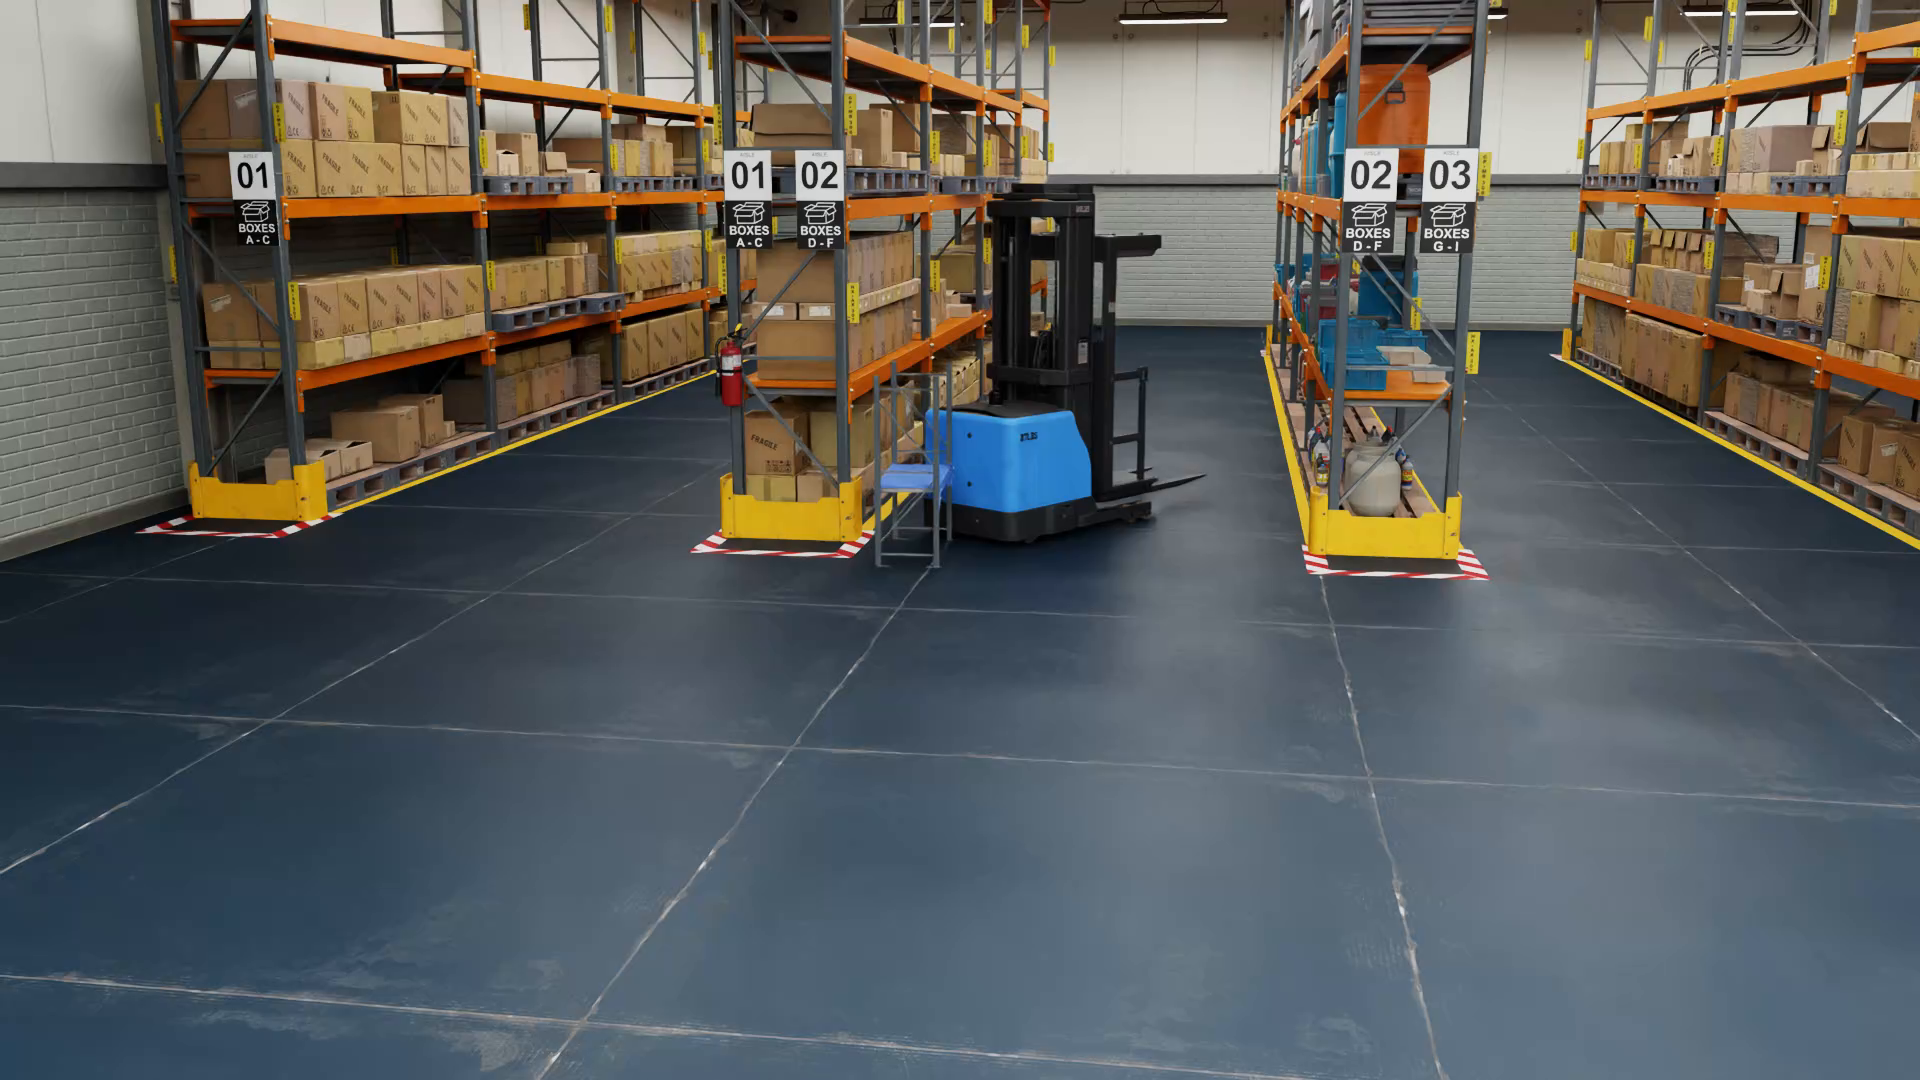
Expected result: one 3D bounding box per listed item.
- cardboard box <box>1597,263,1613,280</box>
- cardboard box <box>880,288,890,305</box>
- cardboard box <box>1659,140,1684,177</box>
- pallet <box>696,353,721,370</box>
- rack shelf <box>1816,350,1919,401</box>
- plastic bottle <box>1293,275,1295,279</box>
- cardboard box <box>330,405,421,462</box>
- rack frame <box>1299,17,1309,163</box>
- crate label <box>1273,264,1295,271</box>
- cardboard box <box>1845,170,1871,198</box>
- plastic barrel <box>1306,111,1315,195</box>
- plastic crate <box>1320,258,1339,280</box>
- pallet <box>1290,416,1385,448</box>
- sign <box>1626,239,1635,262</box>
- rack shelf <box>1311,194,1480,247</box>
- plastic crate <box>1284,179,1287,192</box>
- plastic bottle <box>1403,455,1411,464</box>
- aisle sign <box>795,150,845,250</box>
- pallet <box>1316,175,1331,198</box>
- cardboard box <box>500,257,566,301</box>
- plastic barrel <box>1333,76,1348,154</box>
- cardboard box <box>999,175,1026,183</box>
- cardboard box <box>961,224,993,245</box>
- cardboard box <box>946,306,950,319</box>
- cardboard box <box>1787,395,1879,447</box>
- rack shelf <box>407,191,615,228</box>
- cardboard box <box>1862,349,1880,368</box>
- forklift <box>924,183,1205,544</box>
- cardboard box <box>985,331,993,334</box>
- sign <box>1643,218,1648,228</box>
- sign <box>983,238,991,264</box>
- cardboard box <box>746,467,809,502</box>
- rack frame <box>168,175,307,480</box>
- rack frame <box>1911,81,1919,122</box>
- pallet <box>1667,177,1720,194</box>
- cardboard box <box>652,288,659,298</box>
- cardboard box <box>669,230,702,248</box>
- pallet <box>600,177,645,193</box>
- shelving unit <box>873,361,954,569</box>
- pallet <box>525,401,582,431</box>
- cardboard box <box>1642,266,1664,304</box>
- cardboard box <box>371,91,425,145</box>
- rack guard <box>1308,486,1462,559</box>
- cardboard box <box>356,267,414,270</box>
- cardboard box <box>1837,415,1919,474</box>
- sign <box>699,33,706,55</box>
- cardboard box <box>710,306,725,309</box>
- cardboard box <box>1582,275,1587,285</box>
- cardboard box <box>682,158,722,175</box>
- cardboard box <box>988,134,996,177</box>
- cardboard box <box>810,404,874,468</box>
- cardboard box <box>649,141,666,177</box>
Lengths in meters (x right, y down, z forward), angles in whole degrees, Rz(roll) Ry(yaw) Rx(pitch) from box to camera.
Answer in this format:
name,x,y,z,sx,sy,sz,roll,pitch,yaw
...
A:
name,x,y,z,sx,sy,sz,roll,pitch,yaw
cardboard box,10.251,-4.178,25.908,0.500,0.250,0.500,2,12,8
cardboard box,-0.877,-2.325,15.884,0.380,0.149,0.250,2,12,11
cardboard box,10.126,-5.285,23.043,0.700,0.500,0.500,2,12,10
pallet,-4.283,-2.960,27.226,1.003,0.211,1.213,2,12,9
rack shelf,8.668,-1.252,14.392,1.077,0.370,4.000,2,12,9
plastic bottle,4.931,-3.751,24.395,0.144,0.351,0.185,2,12,9
cardboard box,-5.878,-1.073,16.742,0.700,0.500,0.500,1,12,5
rack frame,4.696,-5.946,20.224,1.000,3.000,0.127,2,12,9
crate label,5.563,-4.586,28.406,0.416,0.233,0.303,2,12,9
cardboard box,8.653,-3.328,15.551,0.500,0.250,0.500,1,12,6
plastic barrel,4.146,-4.277,18.411,0.600,0.901,0.708,2,12,9
plastic crate,5.697,-4.084,25.531,0.402,0.464,0.583,2,12,9
pallet,4.349,-1.237,19.232,1.003,0.211,1.213,2,12,9
sign,9.657,-4.165,23.958,0.100,0.325,0.005,2,12,9
rack shelf,3.774,-2.879,14.820,1.077,0.370,4.000,2,12,9
plastic crate,5.078,-5.307,24.881,0.450,0.188,0.662,2,12,9
plastic bottle,4.106,-0.649,15.289,0.061,0.283,0.133,2,12,10
aisle sign,-1.135,-2.757,13.494,0.394,0.787,0.004,2,12,9
pallet,4.067,-3.401,15.985,1.213,0.211,1.003,2,12,9
cardboard box,-5.325,-3.240,20.626,0.700,0.500,0.500,2,12,9
plastic barrel,3.822,-3.894,15.634,0.600,0.901,0.708,2,12,9
cardboard box,0.737,-5.494,25.600,0.500,0.250,0.500,2,12,9
cardboard box,0.240,-4.659,25.880,0.500,0.500,0.500,2,12,9
cardboard box,-0.338,-2.785,20.391,0.380,0.149,0.250,3,12,13
cardboard box,9.183,-1.239,17.512,0.700,0.500,0.500,2,12,8
rack shelf,-5.400,-4.033,20.174,1.077,0.370,4.000,2,12,9
cardboard box,8.474,-1.655,15.148,0.380,0.149,0.250,2,12,9
forklift,1.061,-1.649,14.687,1.130,2.935,3.031,11,16,42
cardboard box,0.625,-2.888,25.165,0.500,0.500,0.500,2,12,8
sign,11.355,-5.180,27.597,0.100,0.325,0.005,2,12,9
sign,0.351,-3.723,21.402,0.100,0.325,0.005,2,12,9
cardboard box,-1.637,-0.492,14.685,0.500,0.250,0.500,2,12,9
rack frame,-6.323,-1.669,14.618,1.000,3.000,0.127,2,12,9
rack frame,15.706,-7.269,26.364,1.000,3.000,0.127,2,12,9
pallet,9.806,-4.596,21.526,1.003,0.211,1.213,2,12,11
cardboard box,-4.588,-3.602,24.136,0.380,0.149,0.250,2,12,9
cardboard box,-4.297,-4.632,25.597,0.500,0.250,0.500,2,12,10
pallet,-5.046,-4.844,22.679,1.213,0.211,1.003,2,12,11
shelving unit,-0.363,-0.624,13.331,0.538,1.500,1.048,1,12,5
pallet,-5.404,-1.555,20.710,1.003,0.211,1.213,2,12,9
cardboard box,9.811,-3.542,23.072,0.500,0.500,0.500,2,12,9
cardboard box,-5.661,-4.179,16.486,0.500,0.500,0.500,1,12,7
rack guard,3.431,-0.143,13.473,1.175,0.500,0.348,2,12,9
cardboard box,-6.070,-2.606,17.495,0.500,0.500,0.500,2,12,8
cardboard box,8.874,-0.922,16.086,0.500,0.500,0.500,1,12,7
sign,-3.940,-7.580,25.400,0.100,0.325,0.005,2,12,9
cardboard box,-4.243,-3.920,28.459,0.380,0.149,0.250,2,12,9
cardboard box,10.363,-4.225,27.077,0.380,0.149,0.250,2,12,7
cardboard box,-4.111,-5.950,26.482,0.500,0.250,0.500,2,12,8
cardboard box,0.187,-5.534,23.962,0.600,0.600,0.600,2,12,8
cardboard box,-1.051,-0.946,15.011,0.500,0.500,0.500,2,12,9
cardboard box,-4.743,-5.600,24.455,0.700,0.500,0.500,2,12,8
